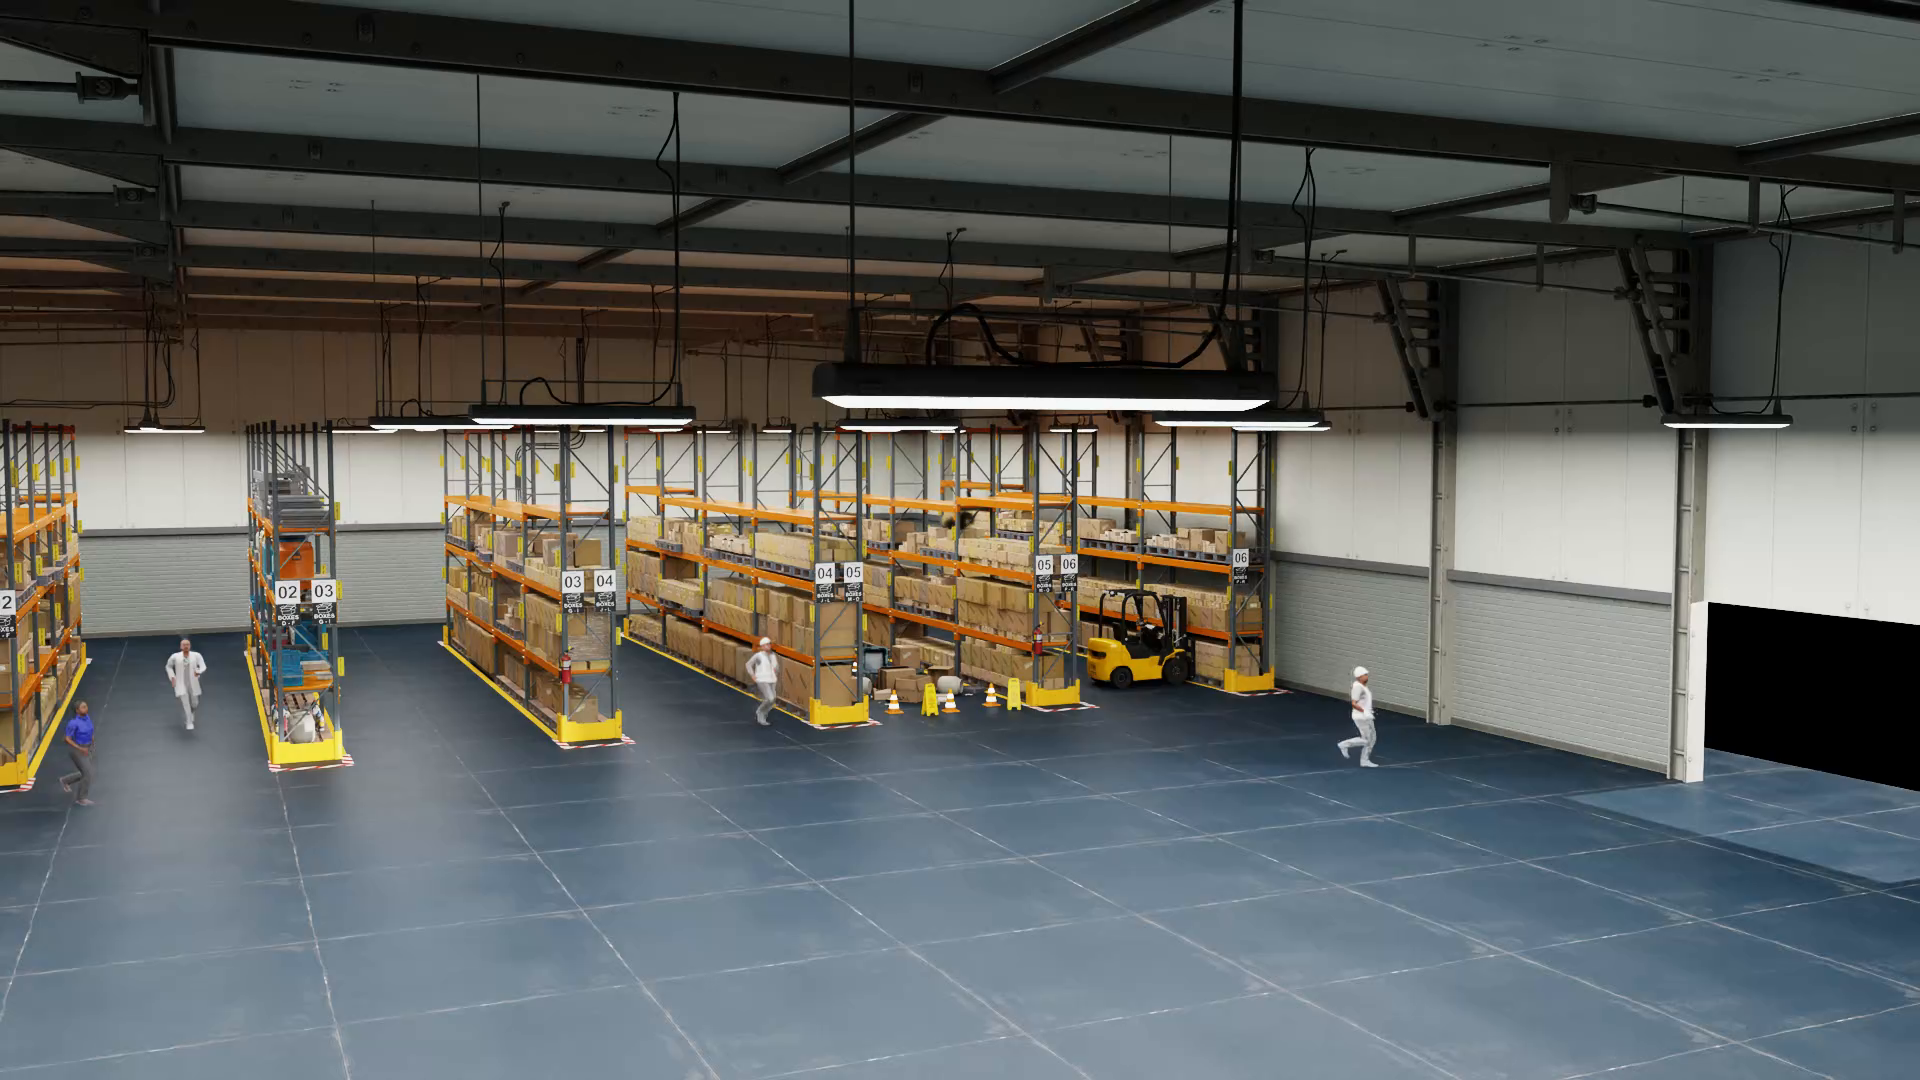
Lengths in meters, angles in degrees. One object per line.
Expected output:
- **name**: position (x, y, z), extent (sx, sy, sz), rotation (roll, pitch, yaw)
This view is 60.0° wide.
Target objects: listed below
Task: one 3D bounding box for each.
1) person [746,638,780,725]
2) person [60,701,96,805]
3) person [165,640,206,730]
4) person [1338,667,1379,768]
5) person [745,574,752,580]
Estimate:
- **person**: position (-3.810, 2.802, 32.876), extent (0.613, 1.731, 0.642), rotation (3, 5, 41)
- **person**: position (-13.740, 3.314, 25.875), extent (0.629, 1.629, 0.586), rotation (0, 4, 7)
- **person**: position (-15.134, 2.813, 32.531), extent (0.709, 1.742, 0.798), rotation (-2, 4, -30)
- **person**: position (6.903, 3.056, 28.758), extent (0.689, 1.738, 0.683), rotation (1, 4, 18)
- **person**: position (-6.401, 1.744, 50.597), extent (0.507, 1.656, 0.645), rotation (-2, 4, -24)
